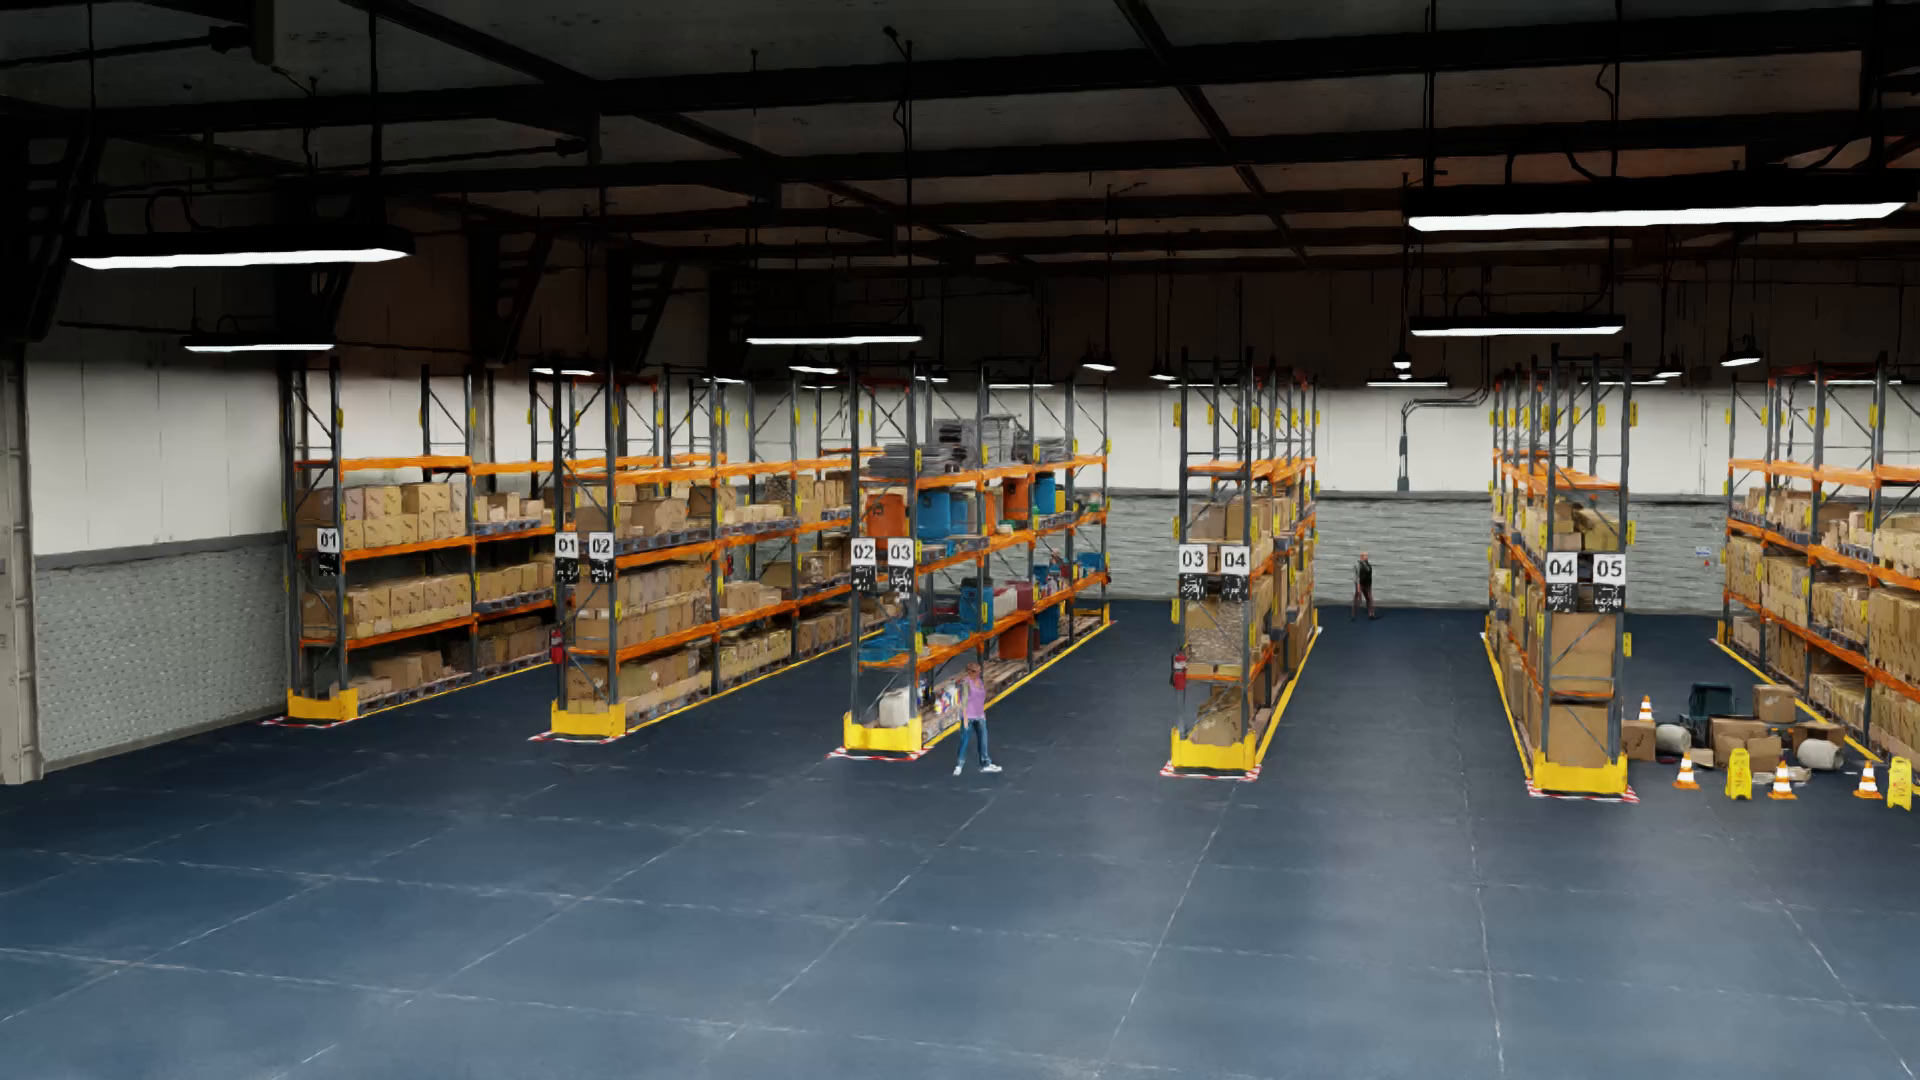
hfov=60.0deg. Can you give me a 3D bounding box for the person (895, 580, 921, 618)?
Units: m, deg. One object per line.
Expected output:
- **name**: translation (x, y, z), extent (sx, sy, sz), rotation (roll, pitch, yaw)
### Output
- **person**: translation (-1.236, 1.309, 38.449), extent (0.571, 1.701, 1.112), rotation (1, 4, 13)

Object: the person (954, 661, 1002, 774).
- **person**: translation (0.212, 2.481, 23.348), extent (0.618, 1.592, 0.494), rotation (-4, 6, -45)

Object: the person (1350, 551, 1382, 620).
- **person**: translation (10.008, 1.115, 41.130), extent (0.733, 1.709, 0.567), rotation (-3, 5, -36)

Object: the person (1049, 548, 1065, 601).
- **person**: translation (2.405, 1.066, 41.776), extent (0.624, 1.738, 1.000), rotation (4, 6, 42)
